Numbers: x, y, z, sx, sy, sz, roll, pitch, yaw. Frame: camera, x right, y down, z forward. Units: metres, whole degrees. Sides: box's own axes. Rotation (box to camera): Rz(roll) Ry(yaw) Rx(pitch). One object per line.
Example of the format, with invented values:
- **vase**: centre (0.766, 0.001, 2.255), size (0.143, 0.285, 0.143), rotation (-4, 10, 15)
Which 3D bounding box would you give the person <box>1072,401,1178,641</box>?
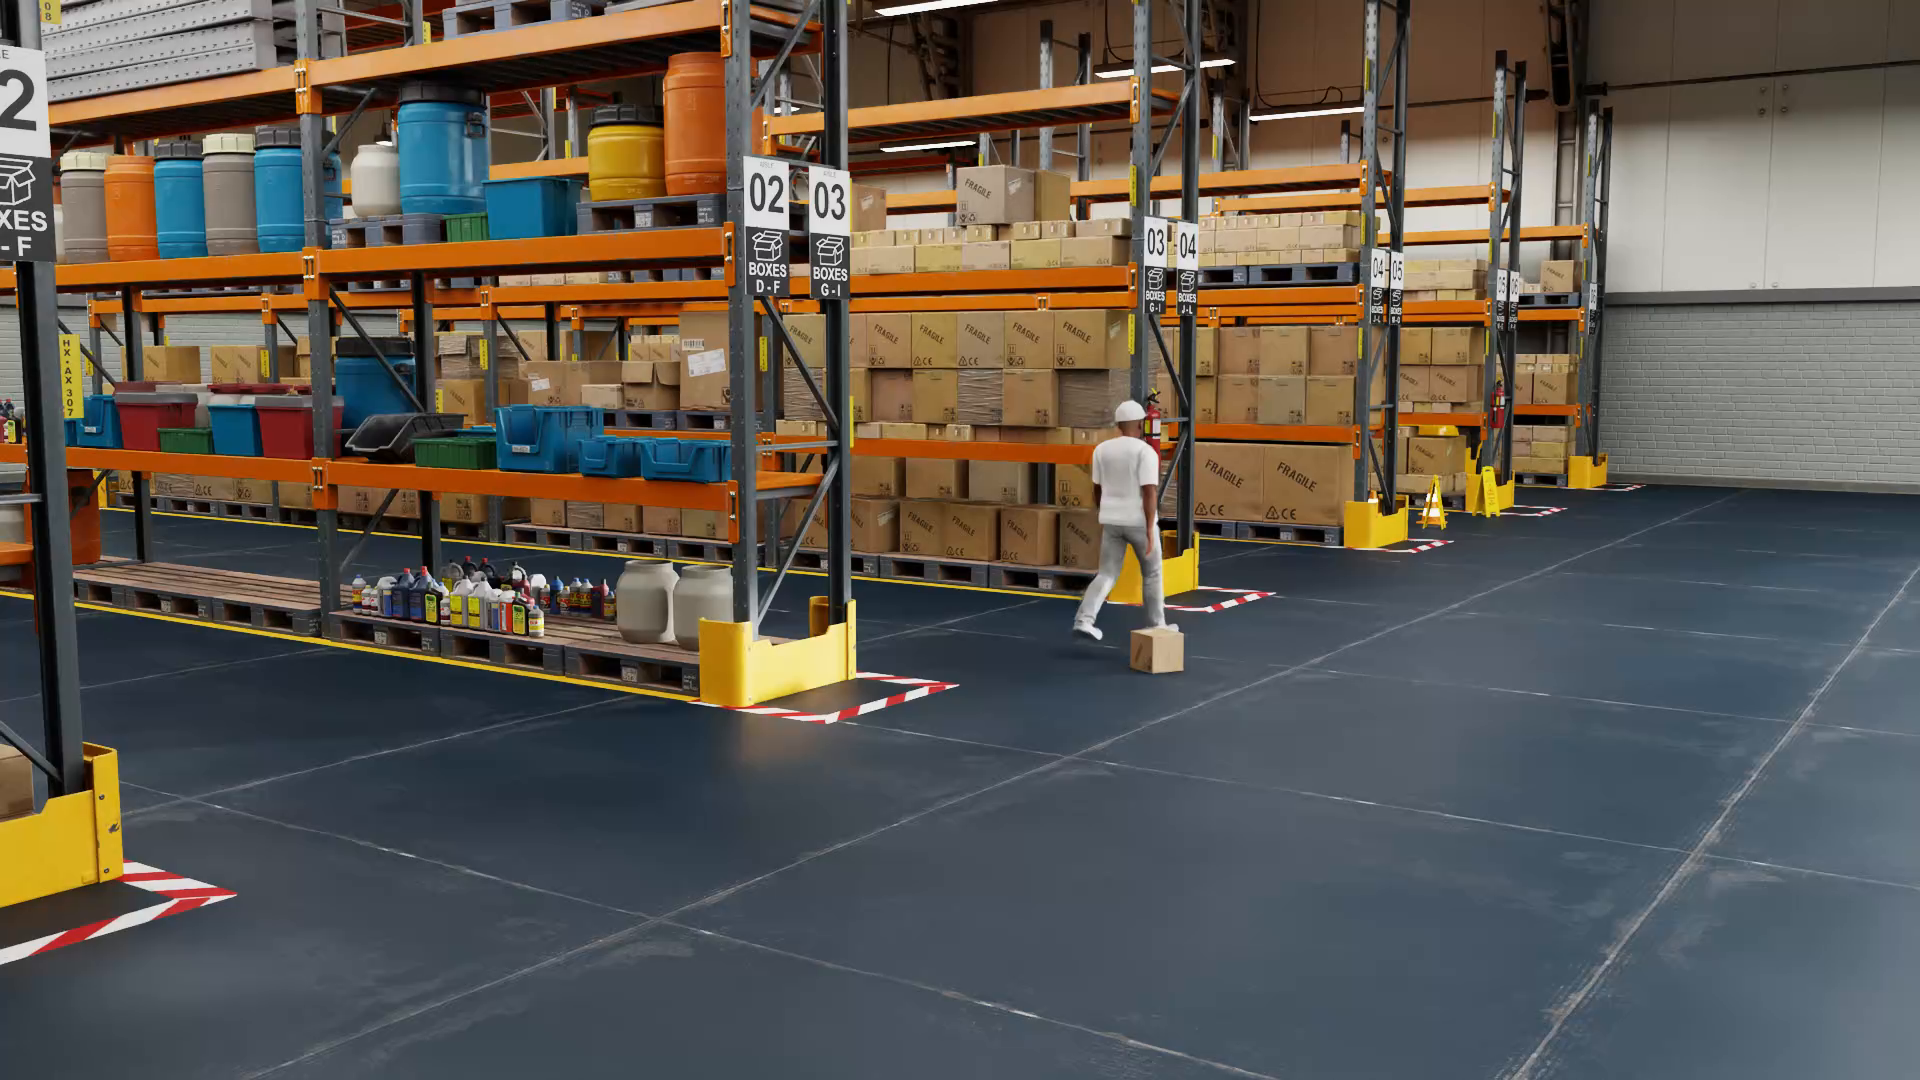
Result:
- **person**: centre (1.167, -0.117, 11.758), size (0.571, 1.731, 1.021), rotation (4, 8, 35)
